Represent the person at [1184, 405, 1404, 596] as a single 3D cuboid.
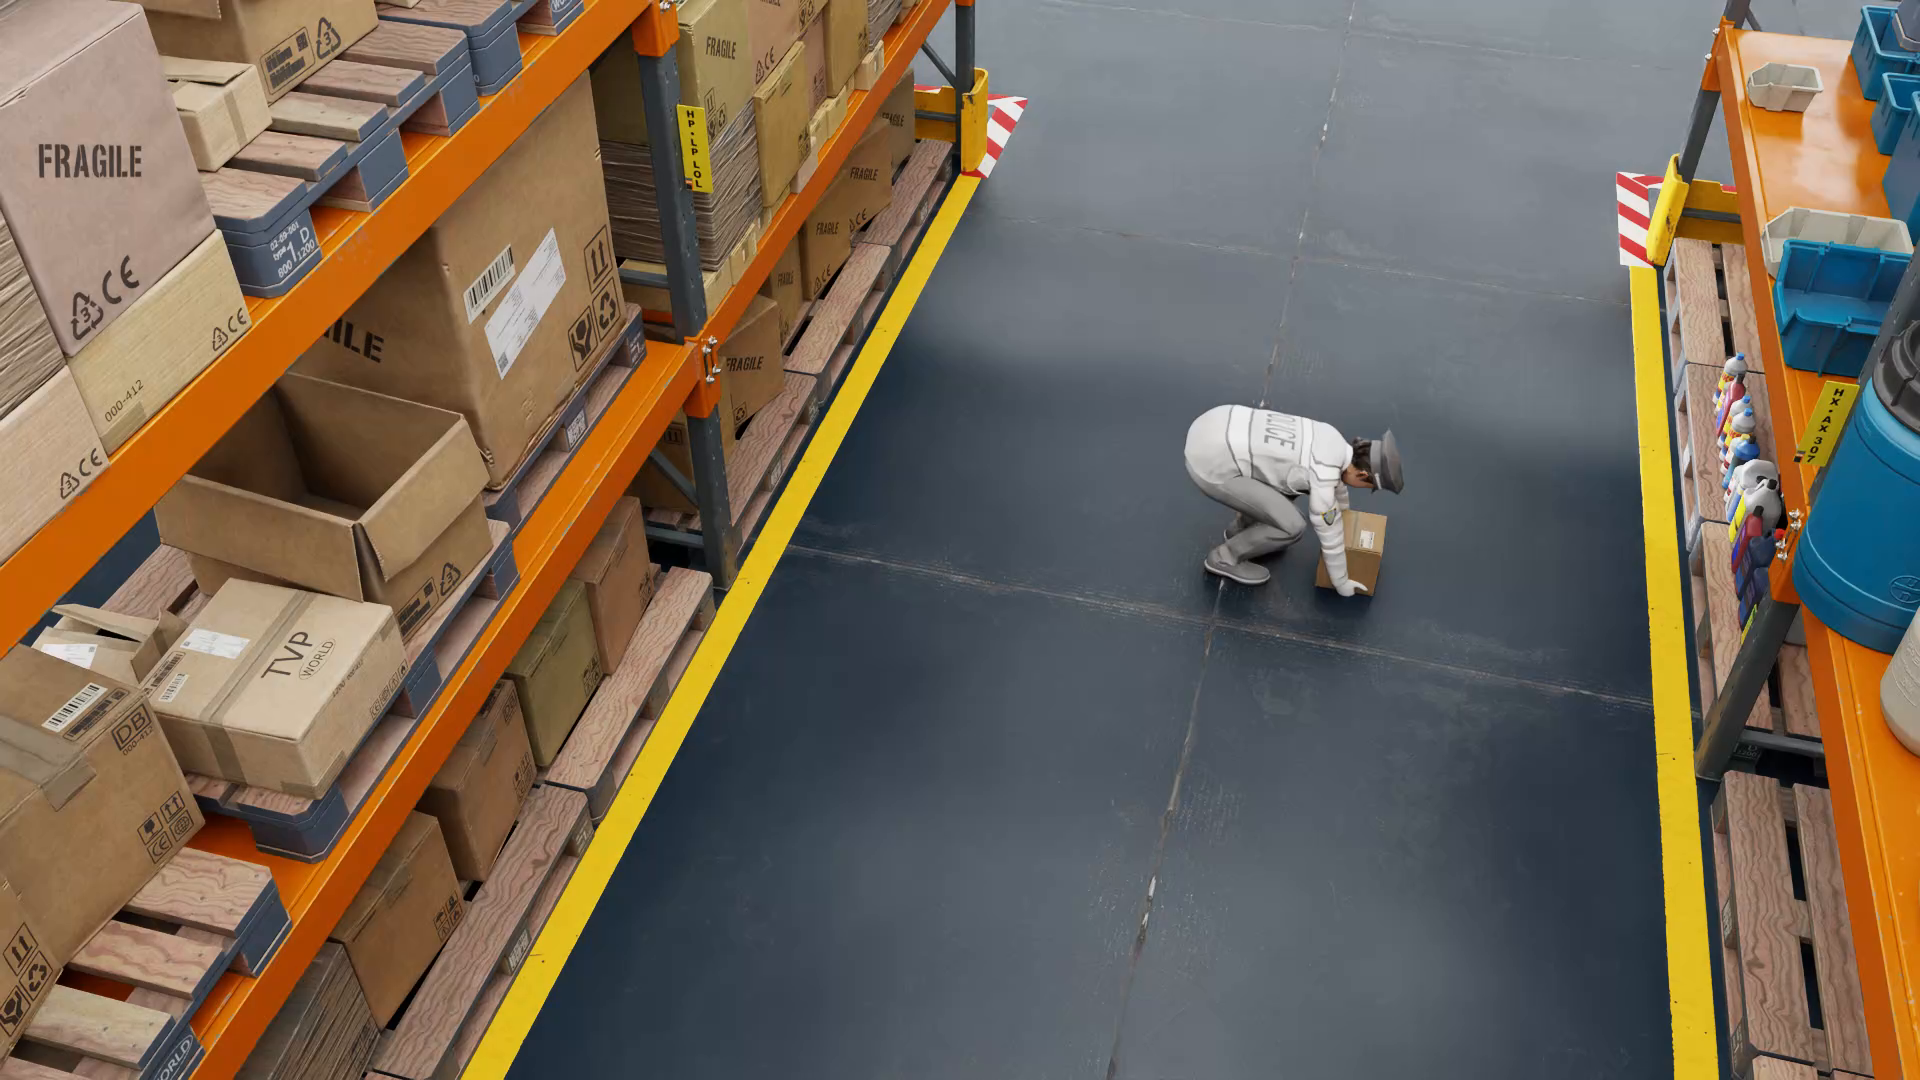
[{"bbox_3d":[1.396,-0.178,7.060,0.912,0.772,0.449,9,42,10],"label":"person"}]
